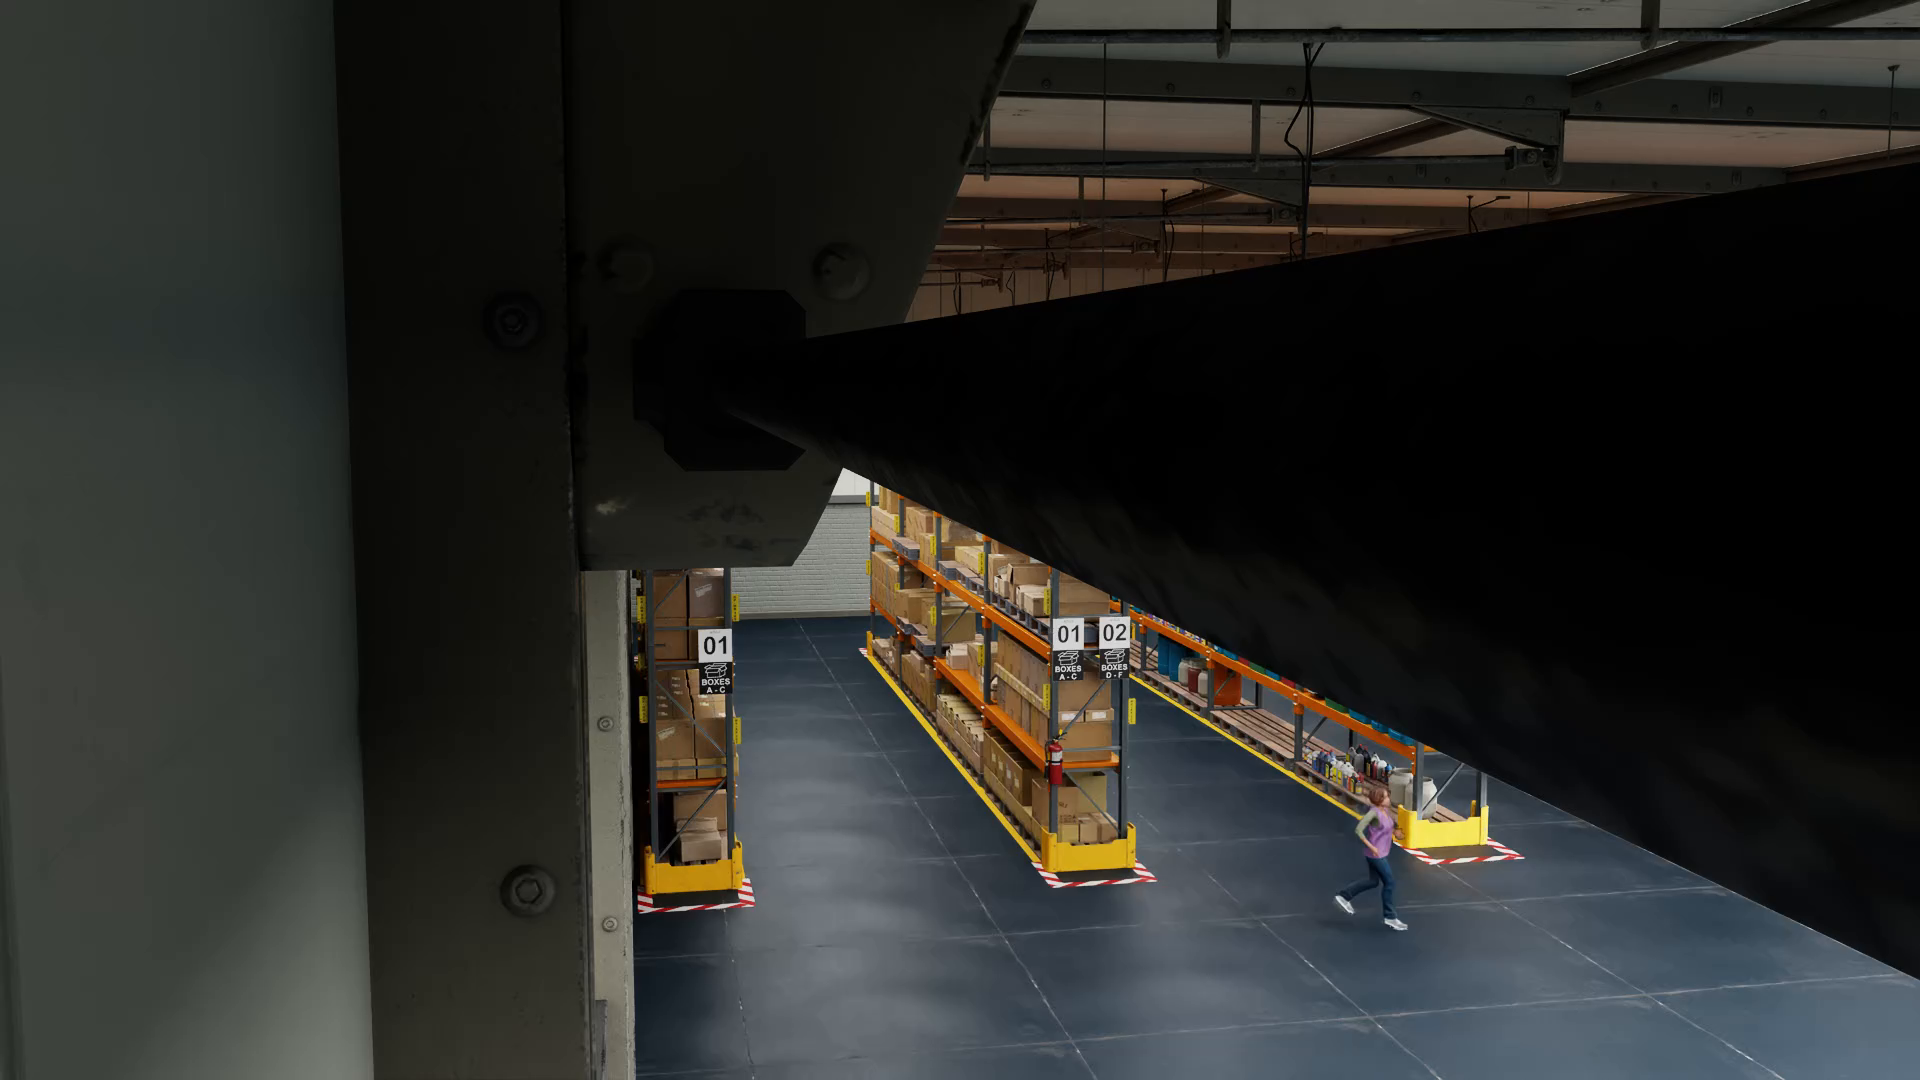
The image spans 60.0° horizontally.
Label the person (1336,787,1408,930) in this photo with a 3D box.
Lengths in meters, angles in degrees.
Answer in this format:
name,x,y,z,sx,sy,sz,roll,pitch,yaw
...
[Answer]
name,x,y,z,sx,sy,sz,roll,pitch,yaw
person,4.684,3.574,18.849,0.815,1.606,0.526,3,7,24
